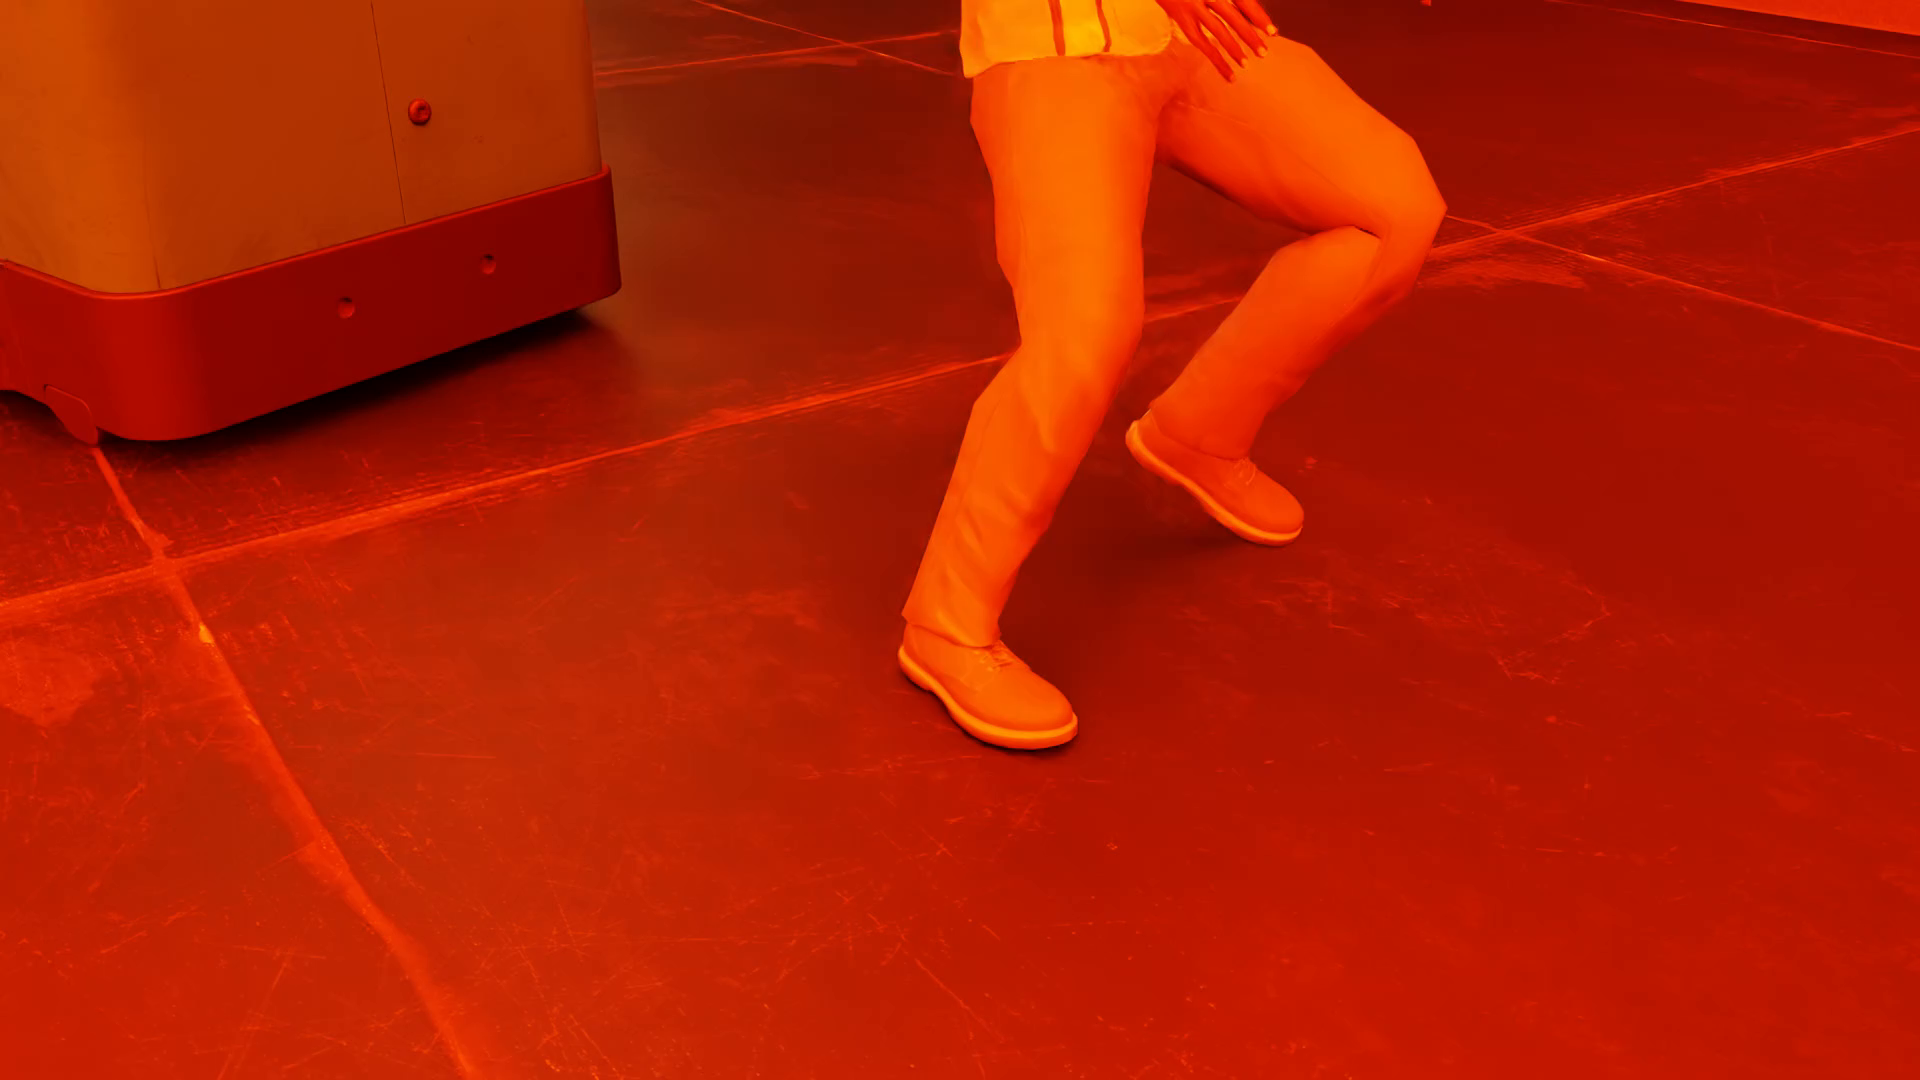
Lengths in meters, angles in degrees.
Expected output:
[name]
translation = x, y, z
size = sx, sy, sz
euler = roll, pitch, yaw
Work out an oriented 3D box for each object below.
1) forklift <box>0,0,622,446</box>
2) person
[forklift]
translation = -2.169, -1.977, 3.172
size = 3.031, 2.935, 1.130
euler = 18, 32, 32
[person]
translation = 0.272, -0.580, 2.000
size = 0.850, 1.481, 0.715
euler = -20, 33, -35
